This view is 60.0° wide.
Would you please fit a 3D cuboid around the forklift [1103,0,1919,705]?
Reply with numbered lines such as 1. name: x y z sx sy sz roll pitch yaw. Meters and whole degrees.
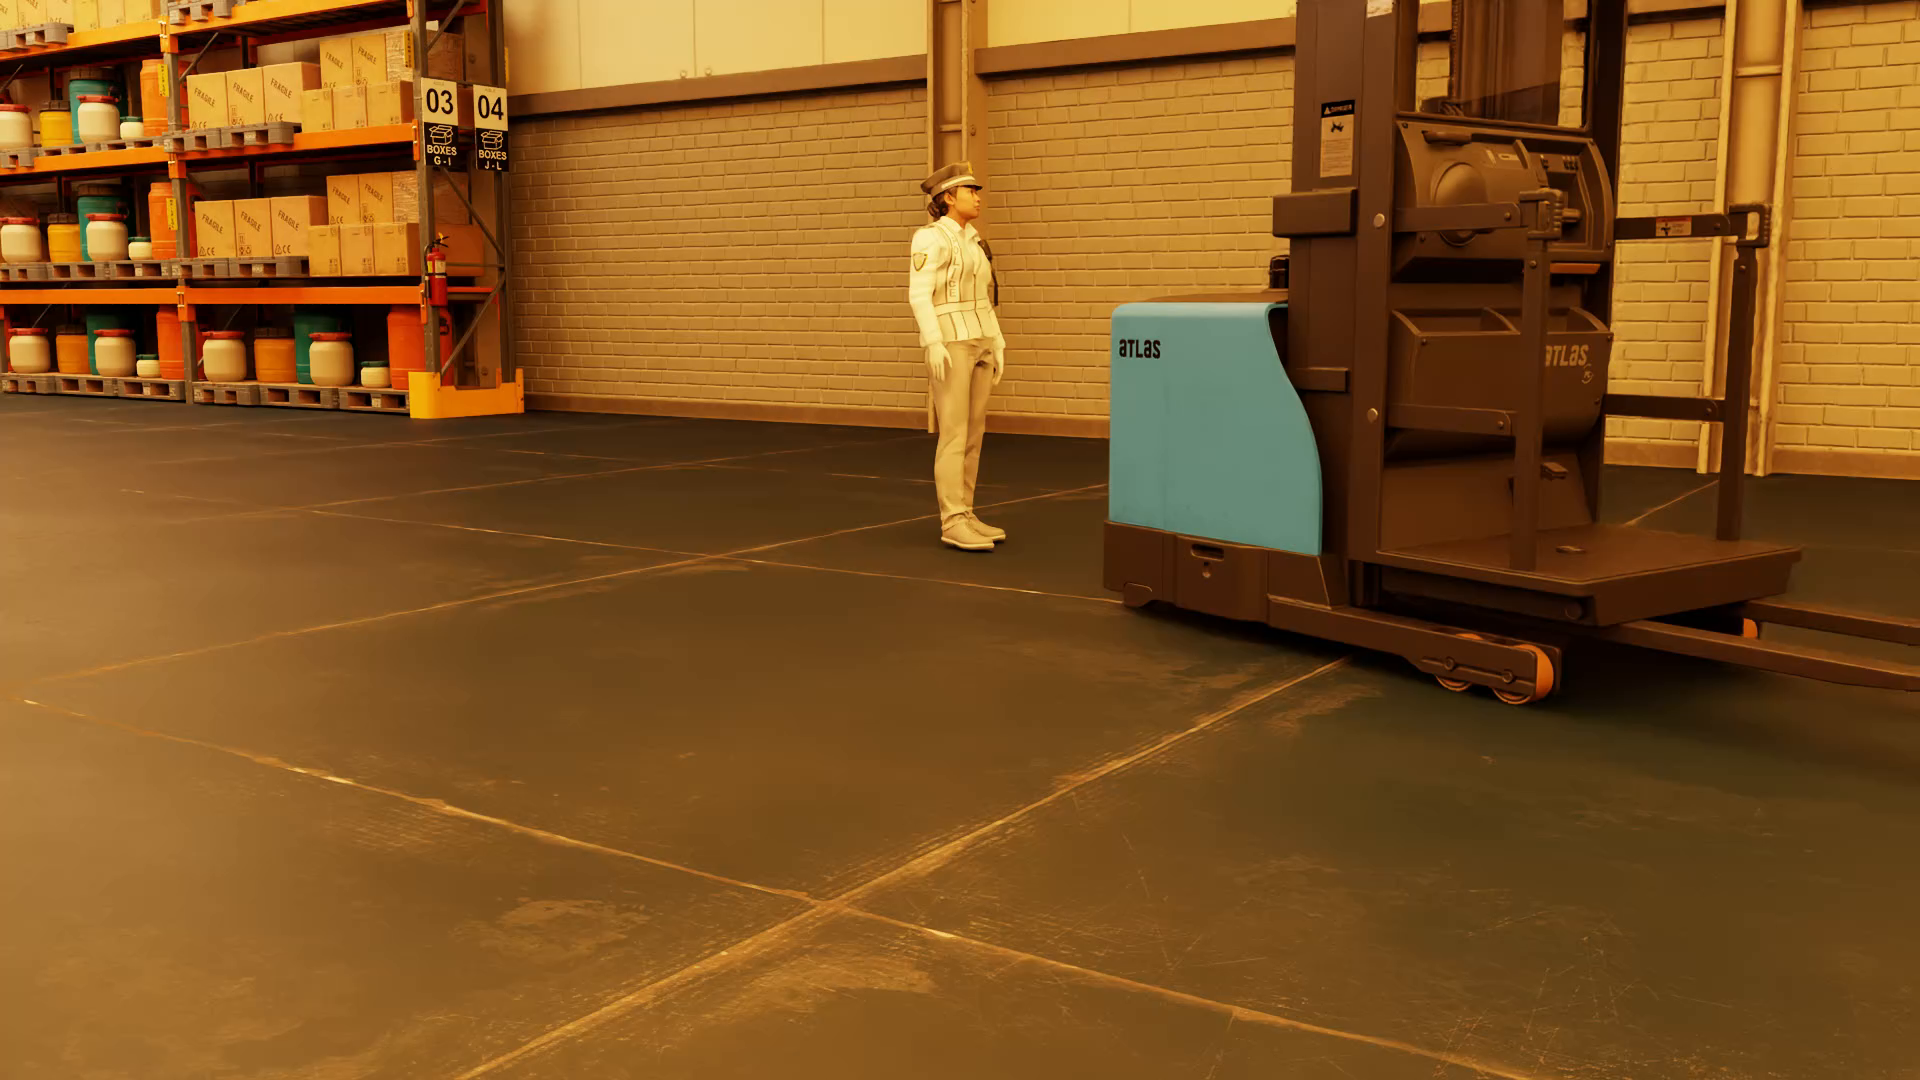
1. forklift: 1.764 -1.083 4.808 1.130 2.935 3.031 -6 10 -35

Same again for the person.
1. person: 0.052 -0.840 7.441 0.533 1.696 0.588 5 10 34
